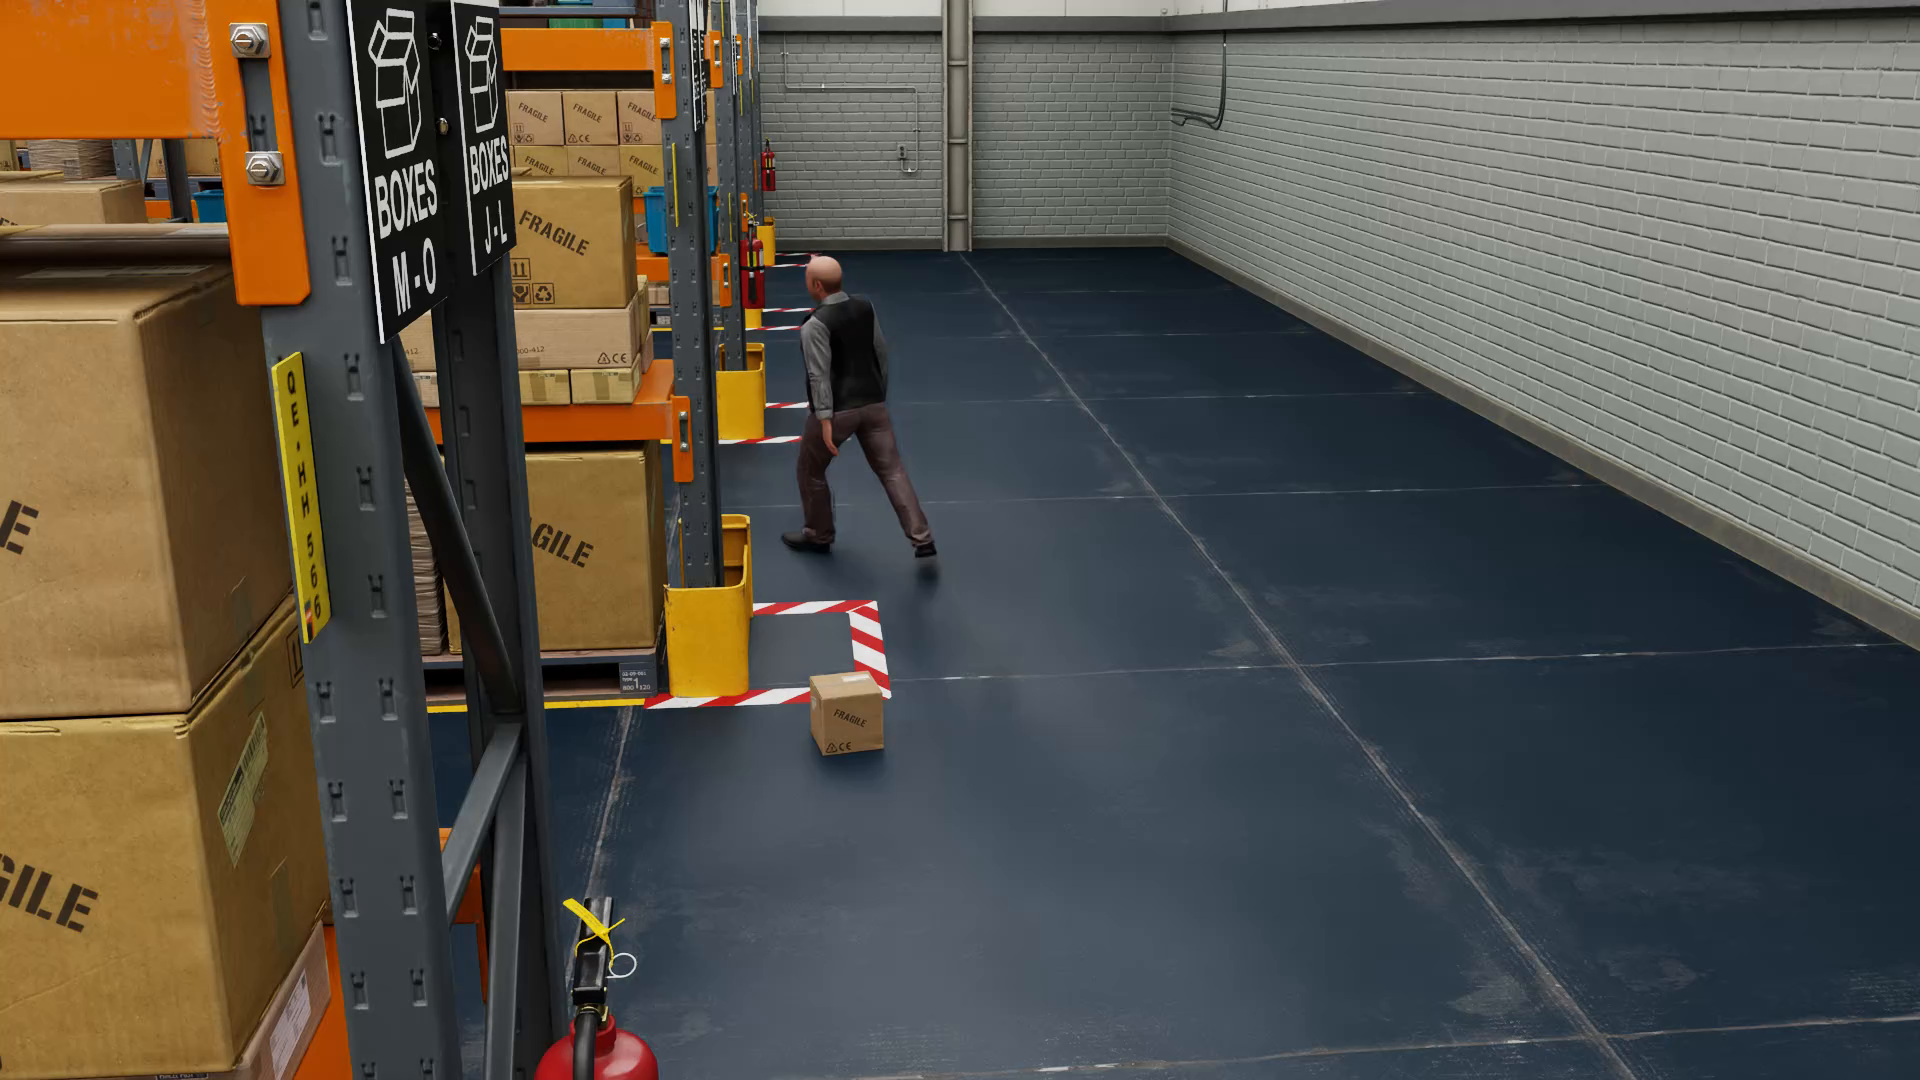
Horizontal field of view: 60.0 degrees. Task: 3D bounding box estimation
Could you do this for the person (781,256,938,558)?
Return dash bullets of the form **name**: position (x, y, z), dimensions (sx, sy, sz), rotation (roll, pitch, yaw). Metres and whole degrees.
- **person**: position (-0.567, -0.689, 8.961), dimensions (0.626, 1.671, 0.964), rotation (-12, 21, -36)
